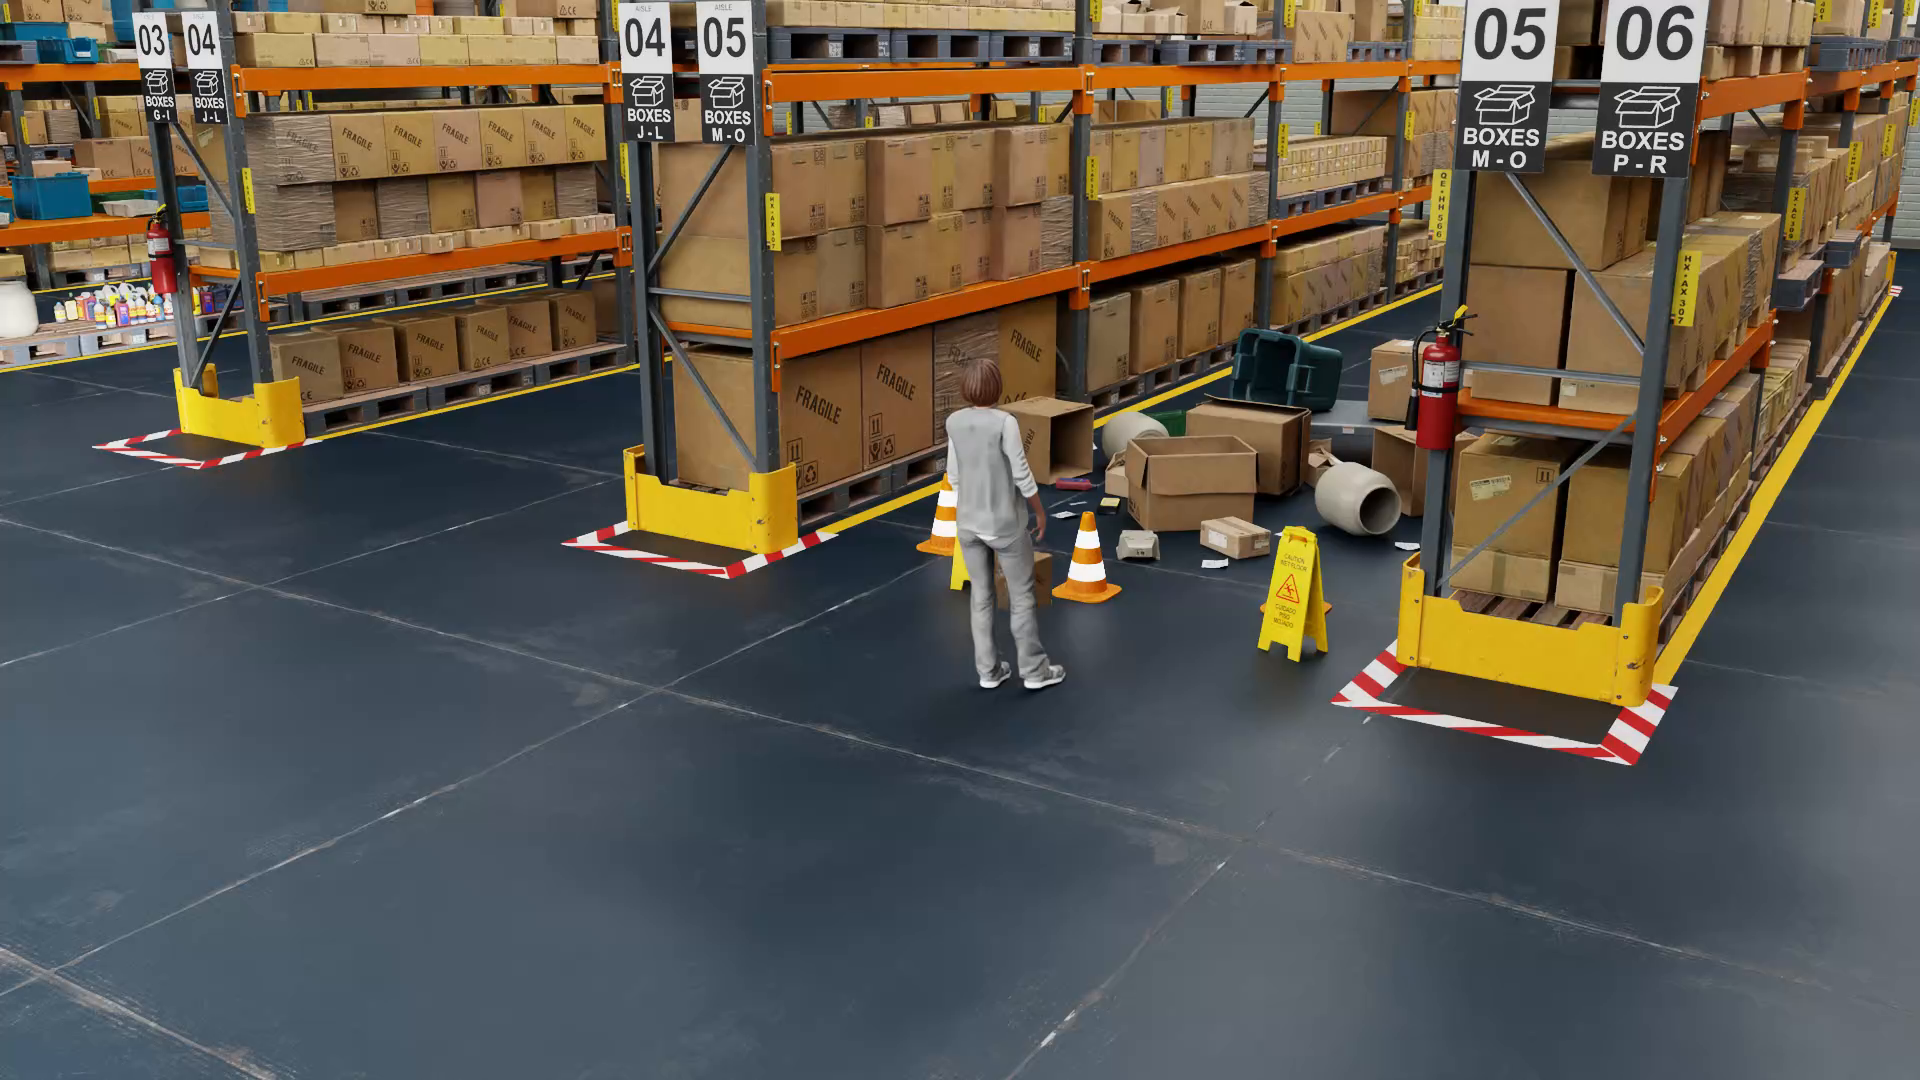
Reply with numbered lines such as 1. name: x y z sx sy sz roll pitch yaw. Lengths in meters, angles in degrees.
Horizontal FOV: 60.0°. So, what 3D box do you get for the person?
1. person: 0.198 -0.077 7.788 0.501 1.597 0.474 10 19 30
